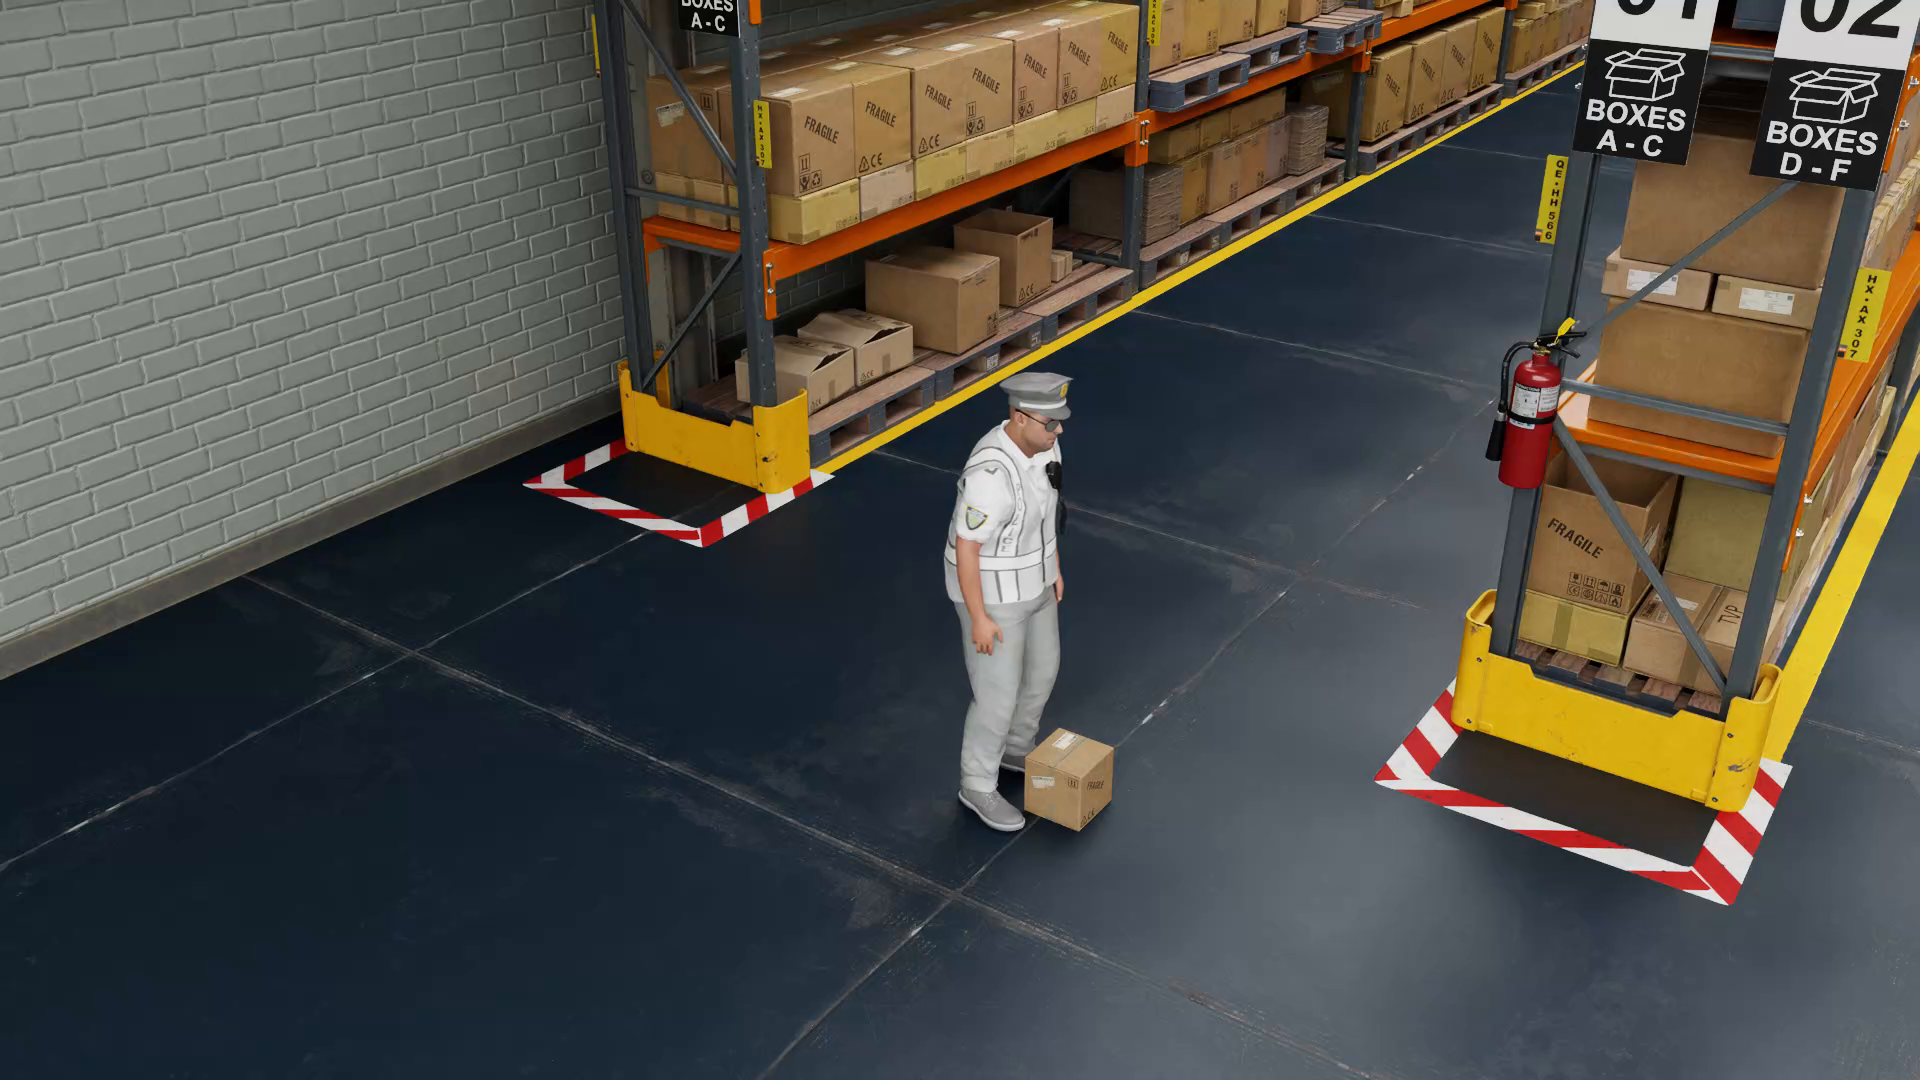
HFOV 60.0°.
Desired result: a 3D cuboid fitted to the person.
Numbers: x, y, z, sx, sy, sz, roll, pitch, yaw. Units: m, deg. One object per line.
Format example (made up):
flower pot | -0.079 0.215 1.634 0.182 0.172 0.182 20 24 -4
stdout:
person | 0.185 0.190 6.232 0.437 1.747 0.583 17 31 30
